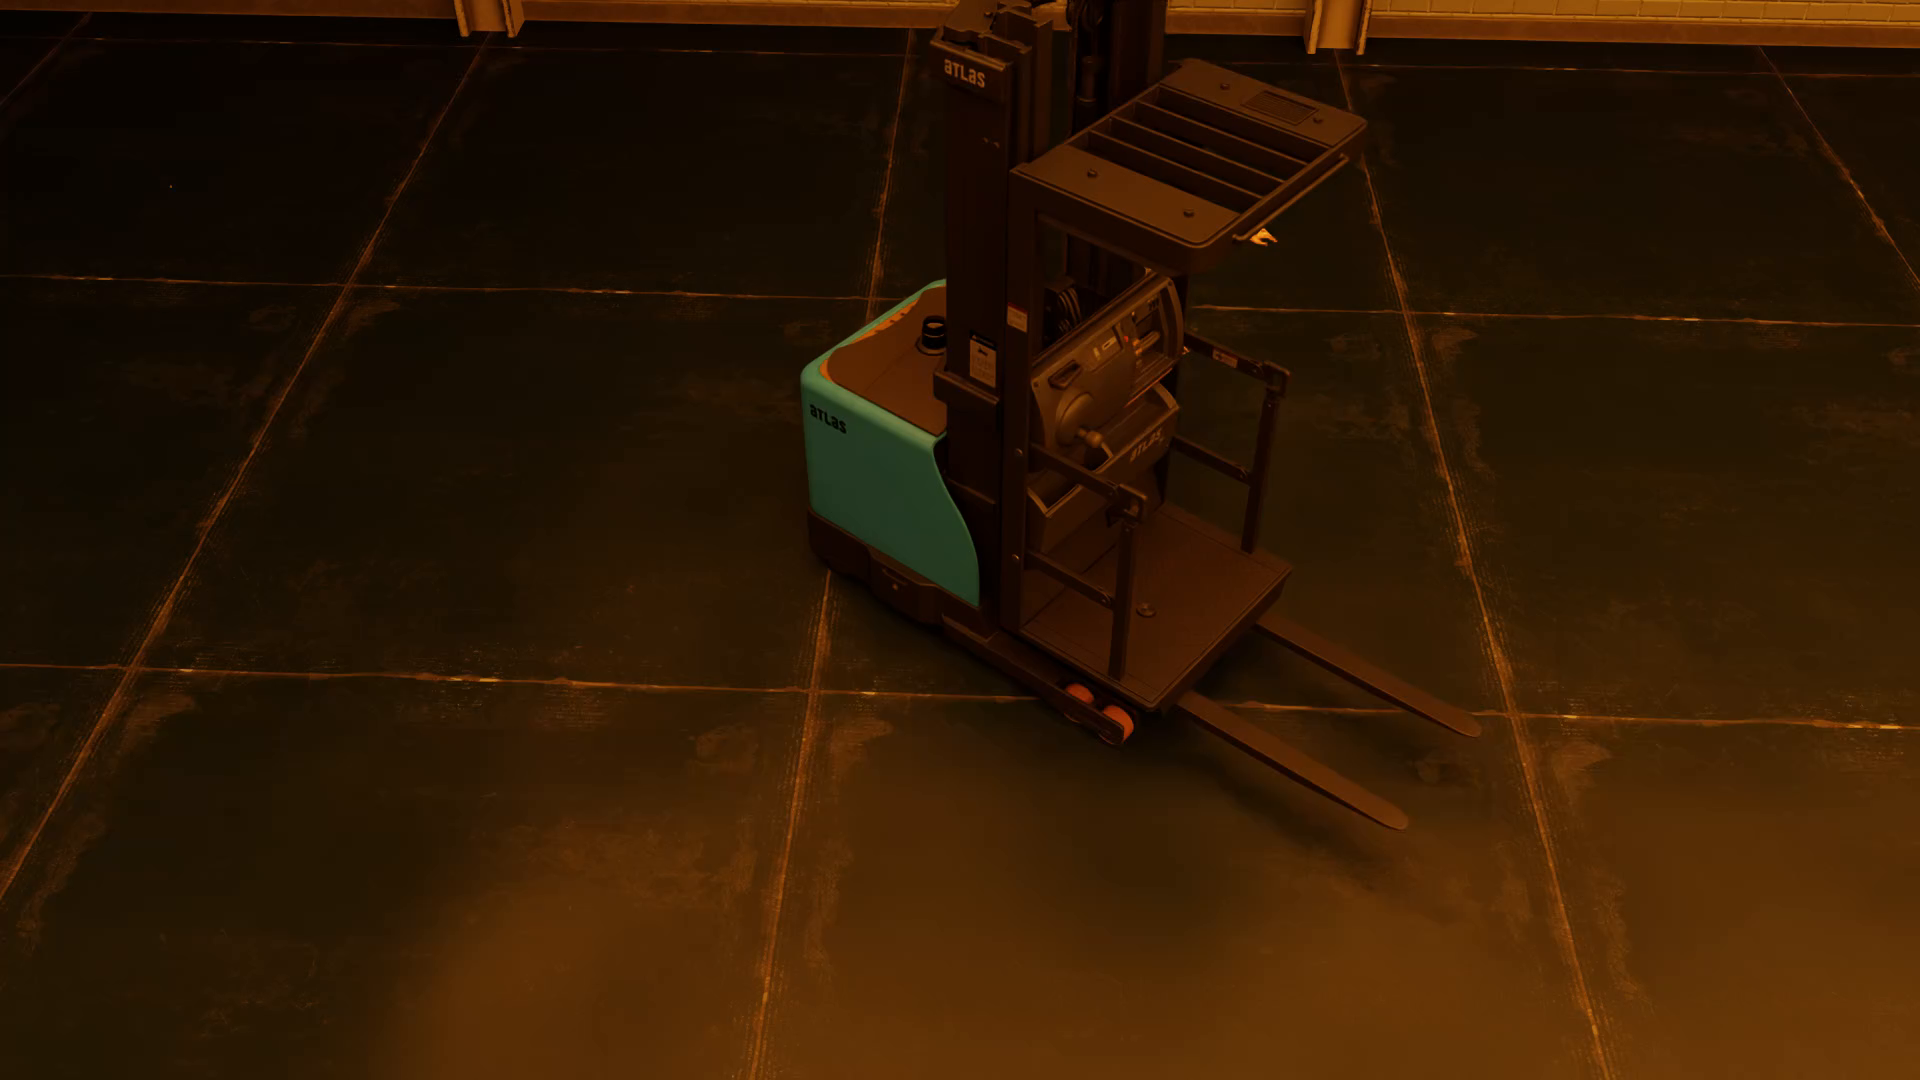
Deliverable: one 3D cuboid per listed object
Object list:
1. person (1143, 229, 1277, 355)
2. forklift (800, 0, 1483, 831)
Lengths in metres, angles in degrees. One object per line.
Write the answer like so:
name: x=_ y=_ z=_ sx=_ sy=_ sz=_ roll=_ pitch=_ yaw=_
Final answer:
person: x=0.849 y=-0.970 z=7.918 sx=0.719 sy=1.389 sz=1.450 roll=28 pitch=49 yaw=27
forklift: x=0.749 y=-0.631 z=6.434 sx=3.031 sy=2.935 sz=1.130 roll=29 pitch=50 yaw=28
